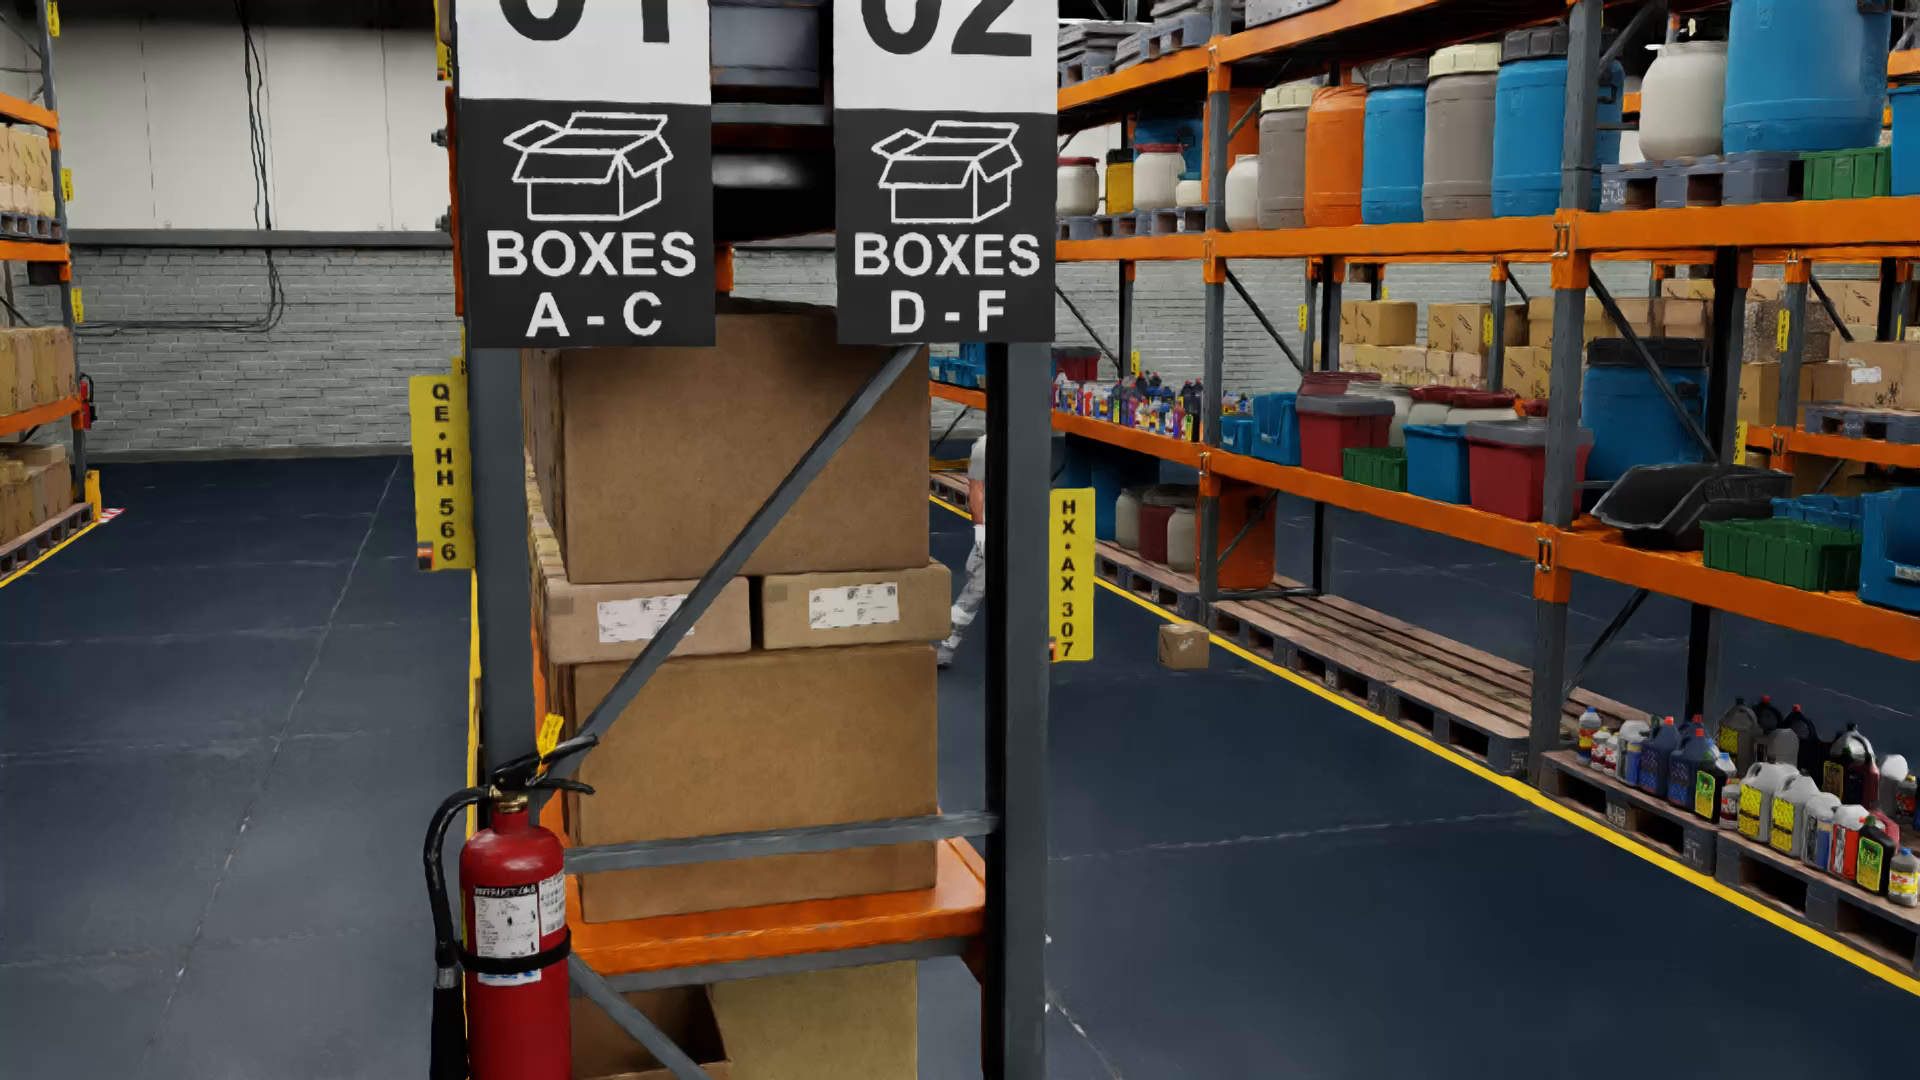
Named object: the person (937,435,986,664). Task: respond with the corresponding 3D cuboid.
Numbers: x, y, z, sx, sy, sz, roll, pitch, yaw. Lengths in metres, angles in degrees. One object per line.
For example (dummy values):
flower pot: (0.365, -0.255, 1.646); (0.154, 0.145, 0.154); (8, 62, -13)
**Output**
person: (0.153, -0.068, 10.724); (0.482, 1.784, 0.735); (8, 12, 40)
